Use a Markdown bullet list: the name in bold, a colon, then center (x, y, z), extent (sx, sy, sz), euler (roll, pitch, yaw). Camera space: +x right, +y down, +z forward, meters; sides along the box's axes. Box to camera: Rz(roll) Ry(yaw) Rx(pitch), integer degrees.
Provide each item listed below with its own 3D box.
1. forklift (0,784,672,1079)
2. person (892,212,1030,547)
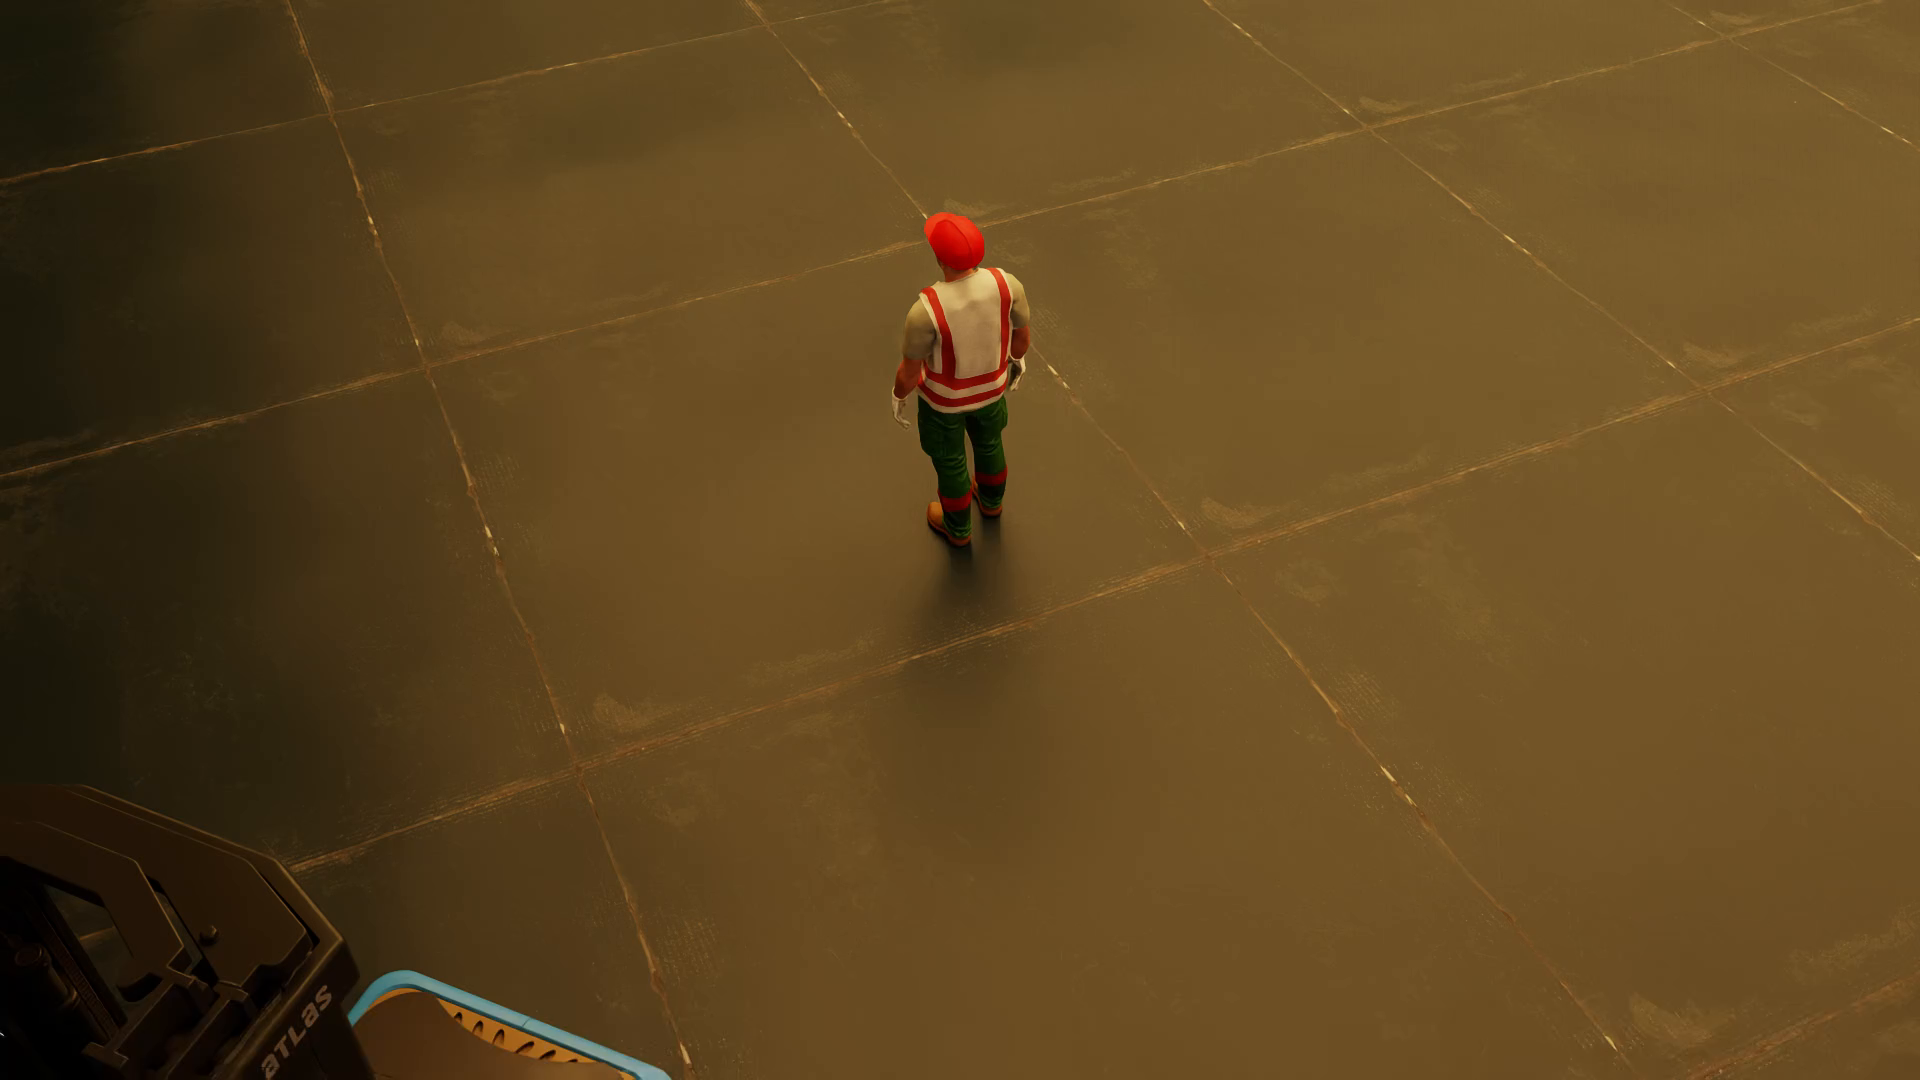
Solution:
- **forklift**: center (-1.804, 2.022, 3.513), extent (1.130, 2.935, 3.031), euler (16, 45, 16)
- **person**: center (-0.024, -0.712, 7.270), extent (0.638, 1.789, 0.562), euler (-18, 46, -18)
